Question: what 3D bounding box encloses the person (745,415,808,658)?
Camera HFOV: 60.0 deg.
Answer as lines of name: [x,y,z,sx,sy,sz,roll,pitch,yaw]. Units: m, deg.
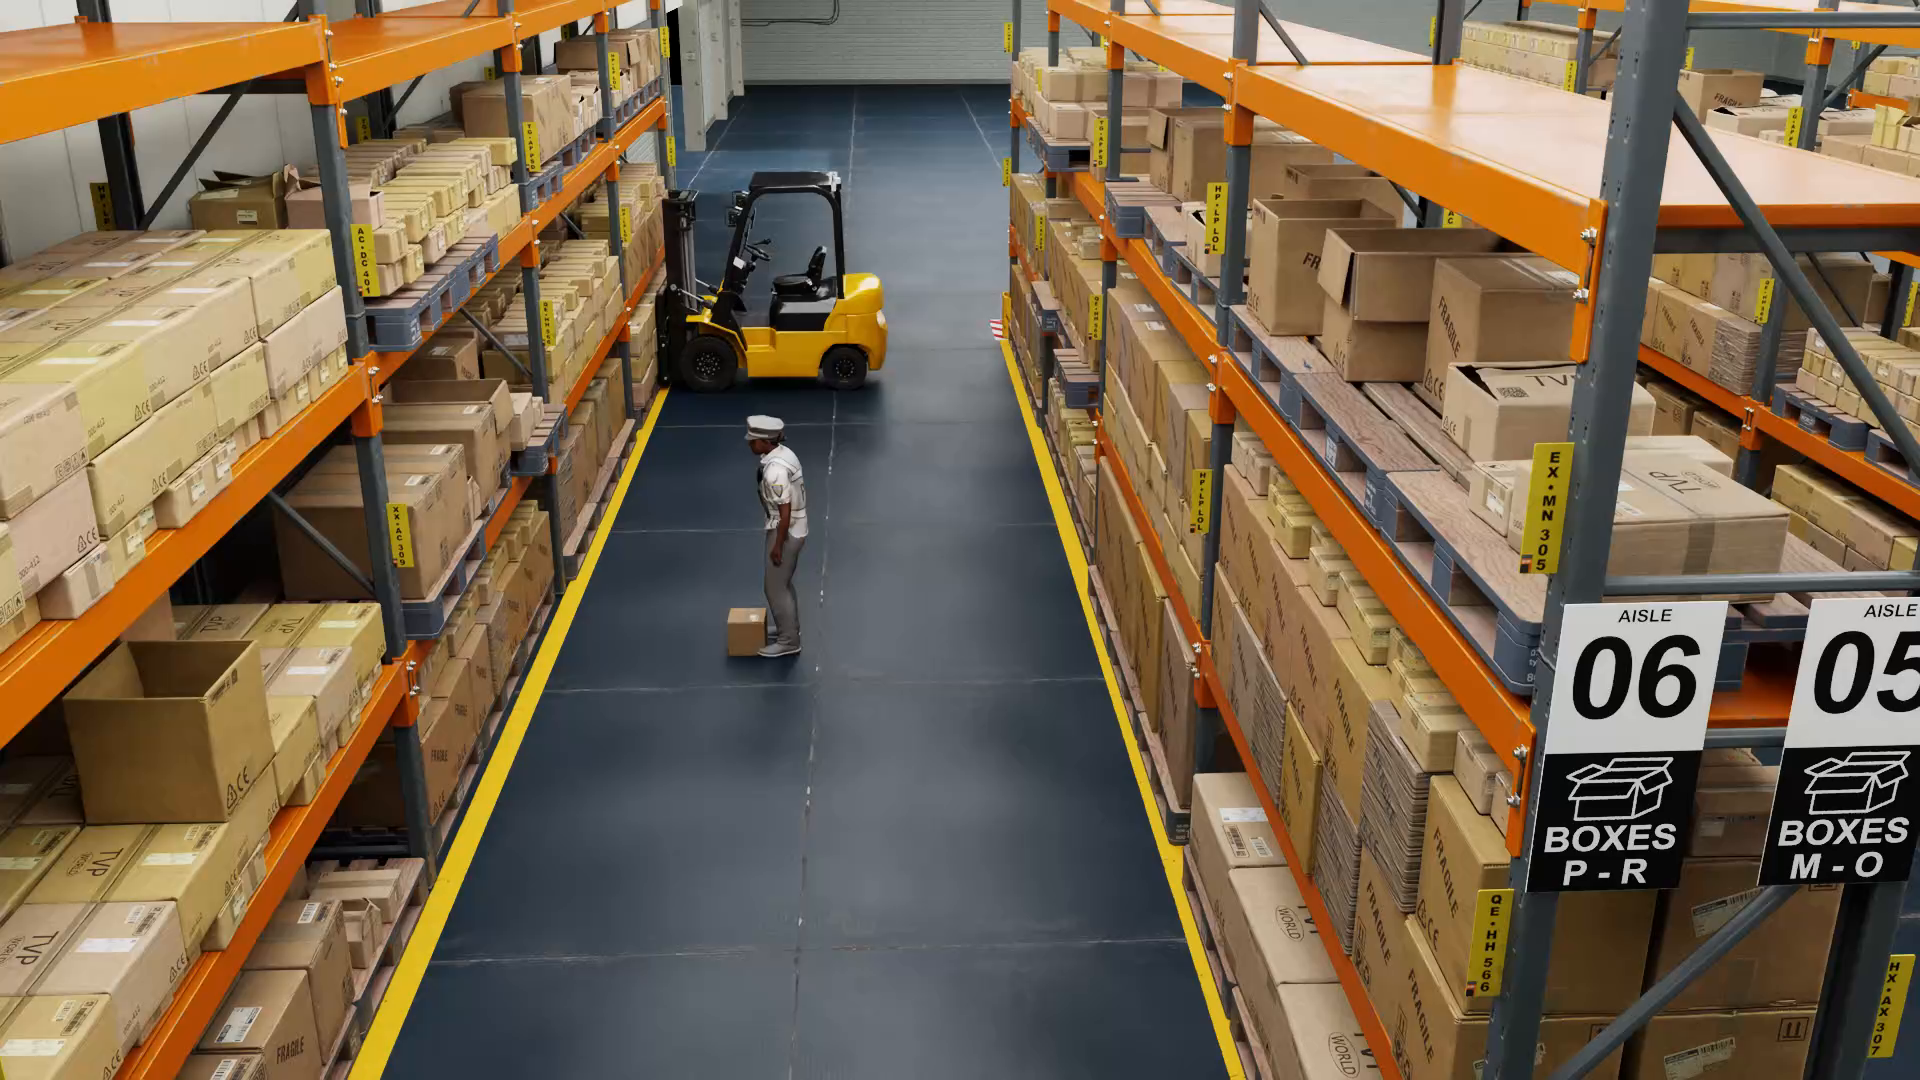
person: [-1.219,-0.038,11.181,0.395,1.658,0.525,-2,21,-6]
